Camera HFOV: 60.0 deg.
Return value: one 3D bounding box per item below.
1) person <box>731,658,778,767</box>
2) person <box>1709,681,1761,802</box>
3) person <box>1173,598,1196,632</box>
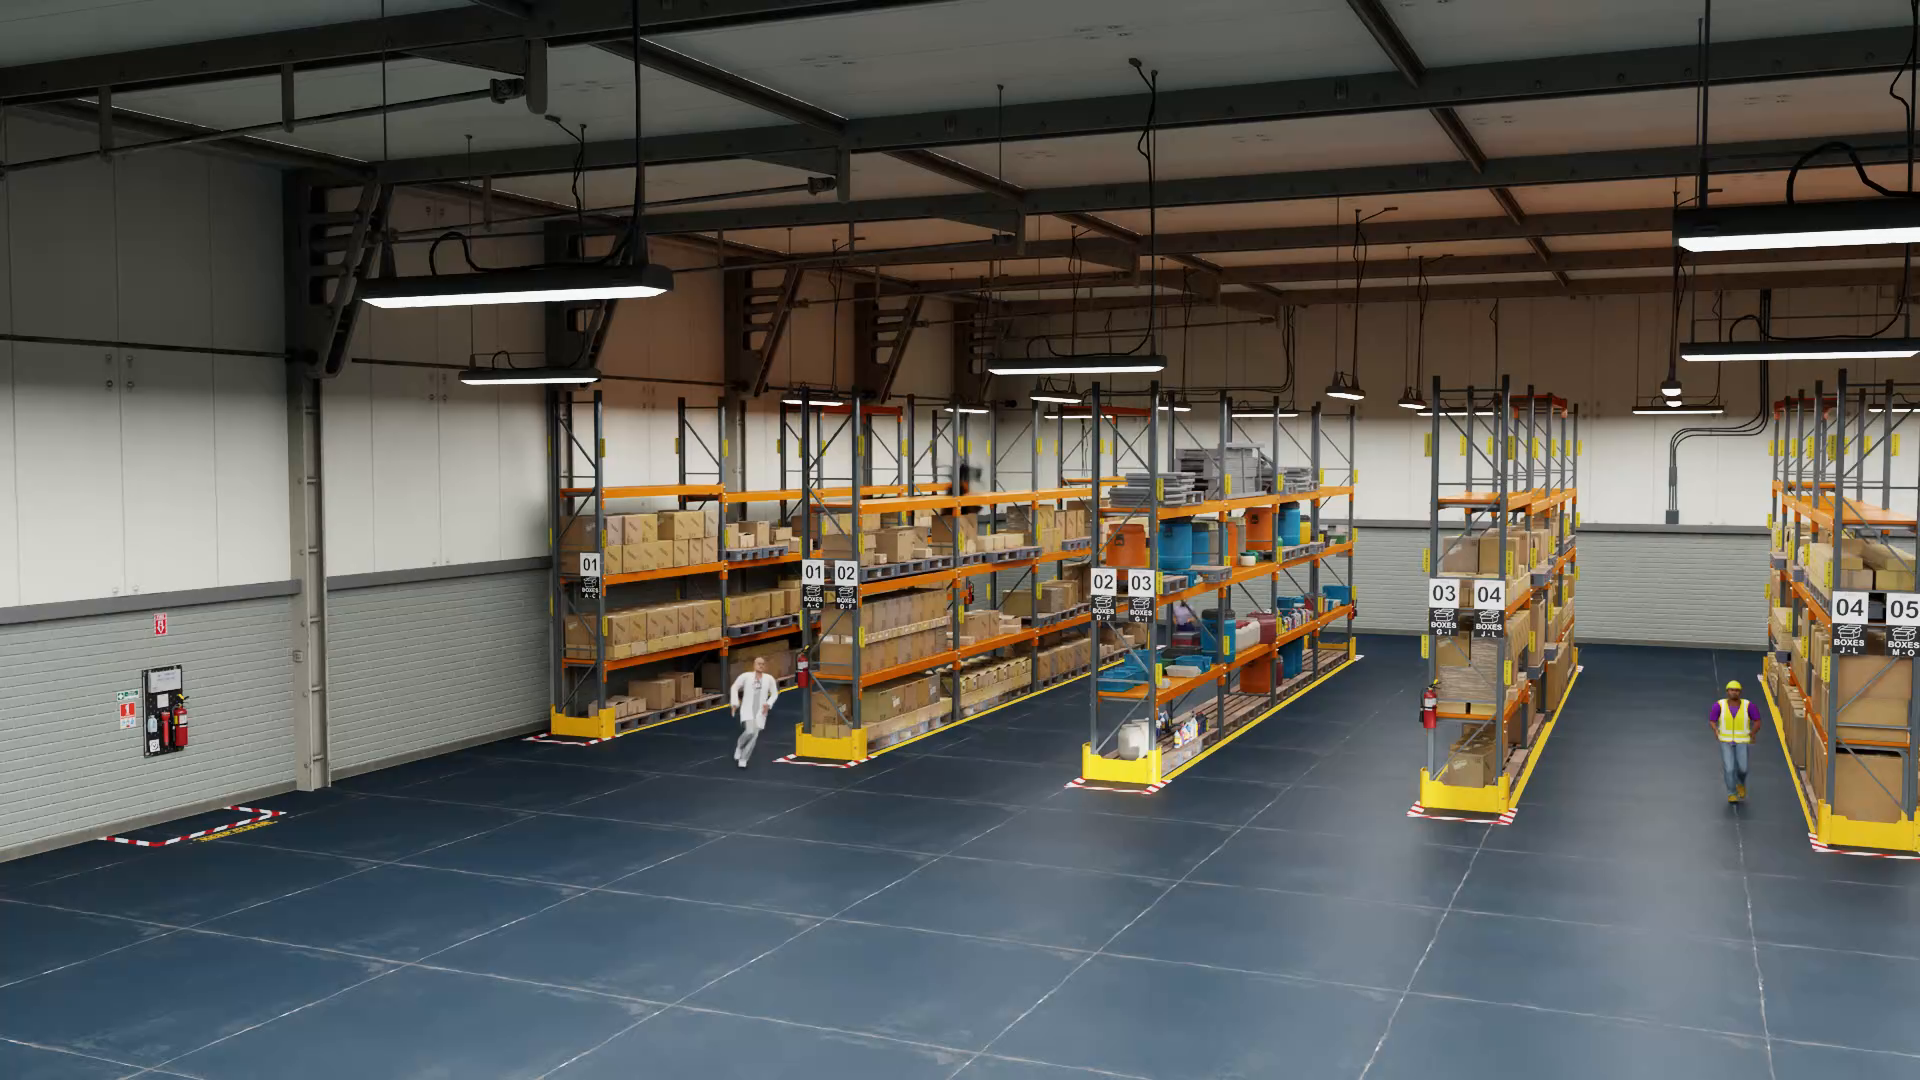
[{"bbox_3d":[-3.213,2.705,26.106,0.710,1.698,0.583,-1,3,-17],"label":"person"},{"bbox_3d":[10.898,2.840,23.406,0.674,1.721,0.569,2,3,26],"label":"person"},{"bbox_3d":[5.185,2.077,38.584,0.606,1.602,0.546,1,3,15],"label":"person"}]
